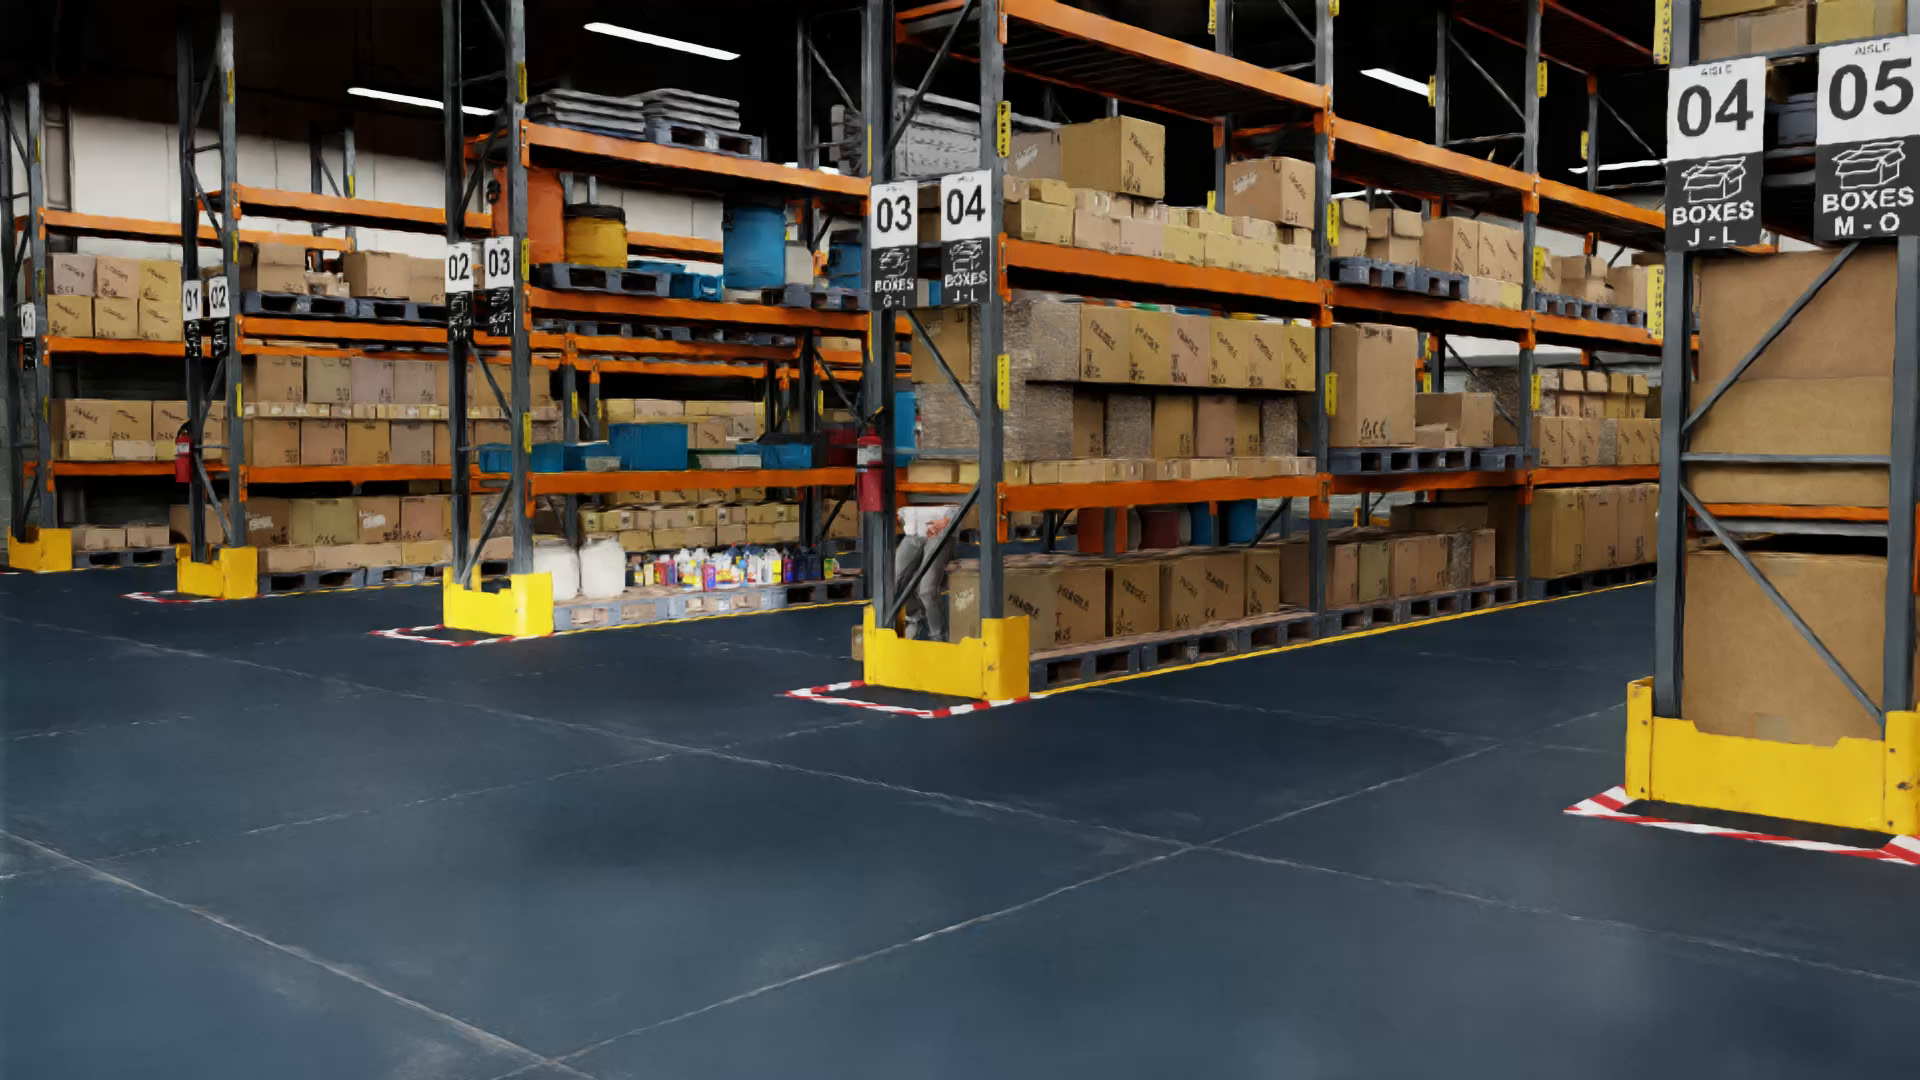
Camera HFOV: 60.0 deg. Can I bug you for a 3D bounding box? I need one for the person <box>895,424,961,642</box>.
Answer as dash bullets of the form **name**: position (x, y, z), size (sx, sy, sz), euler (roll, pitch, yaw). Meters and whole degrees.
- **person**: position (-0.246, -0.038, 12.321), size (0.716, 1.738, 0.503), euler (3, 5, 40)
